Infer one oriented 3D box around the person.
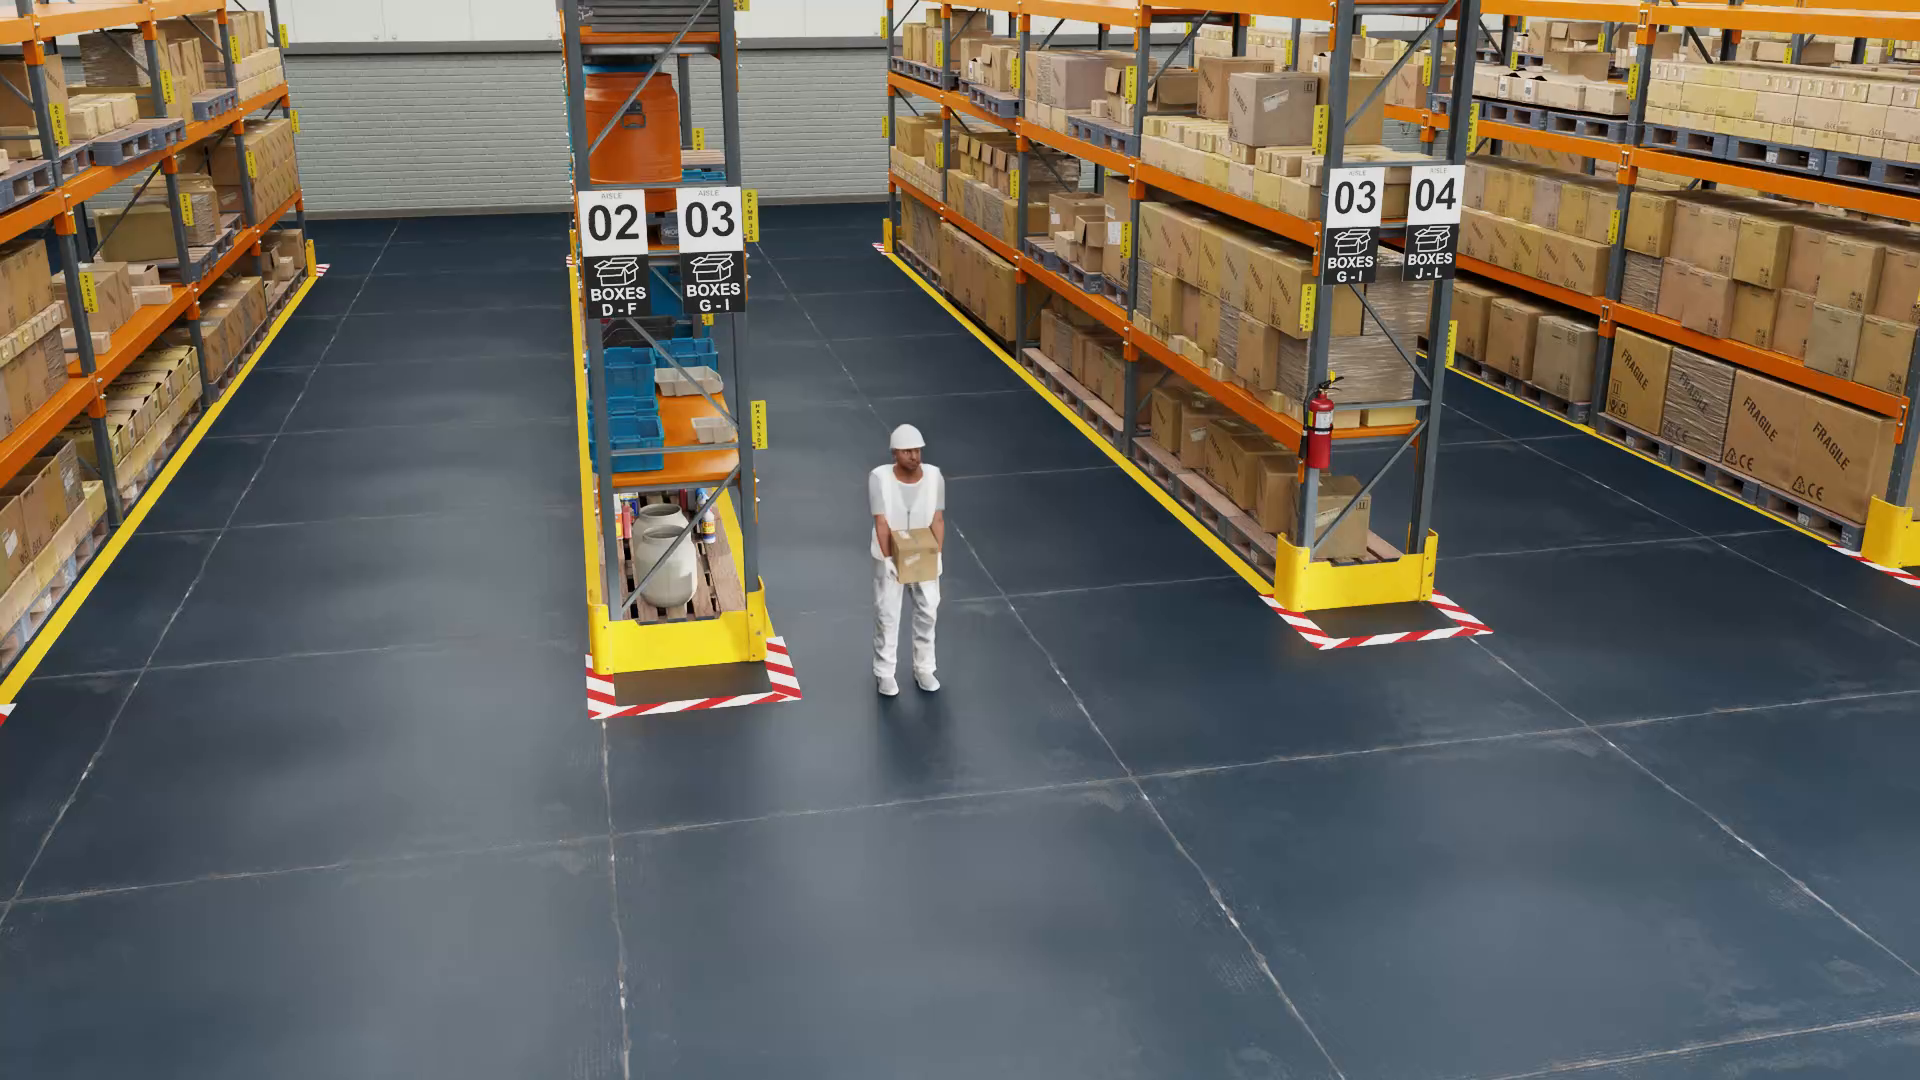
[{"bbox_3d":[-0.317,0.146,10.627,0.491,1.781,0.582,-5,20,-13],"label":"person"}]
